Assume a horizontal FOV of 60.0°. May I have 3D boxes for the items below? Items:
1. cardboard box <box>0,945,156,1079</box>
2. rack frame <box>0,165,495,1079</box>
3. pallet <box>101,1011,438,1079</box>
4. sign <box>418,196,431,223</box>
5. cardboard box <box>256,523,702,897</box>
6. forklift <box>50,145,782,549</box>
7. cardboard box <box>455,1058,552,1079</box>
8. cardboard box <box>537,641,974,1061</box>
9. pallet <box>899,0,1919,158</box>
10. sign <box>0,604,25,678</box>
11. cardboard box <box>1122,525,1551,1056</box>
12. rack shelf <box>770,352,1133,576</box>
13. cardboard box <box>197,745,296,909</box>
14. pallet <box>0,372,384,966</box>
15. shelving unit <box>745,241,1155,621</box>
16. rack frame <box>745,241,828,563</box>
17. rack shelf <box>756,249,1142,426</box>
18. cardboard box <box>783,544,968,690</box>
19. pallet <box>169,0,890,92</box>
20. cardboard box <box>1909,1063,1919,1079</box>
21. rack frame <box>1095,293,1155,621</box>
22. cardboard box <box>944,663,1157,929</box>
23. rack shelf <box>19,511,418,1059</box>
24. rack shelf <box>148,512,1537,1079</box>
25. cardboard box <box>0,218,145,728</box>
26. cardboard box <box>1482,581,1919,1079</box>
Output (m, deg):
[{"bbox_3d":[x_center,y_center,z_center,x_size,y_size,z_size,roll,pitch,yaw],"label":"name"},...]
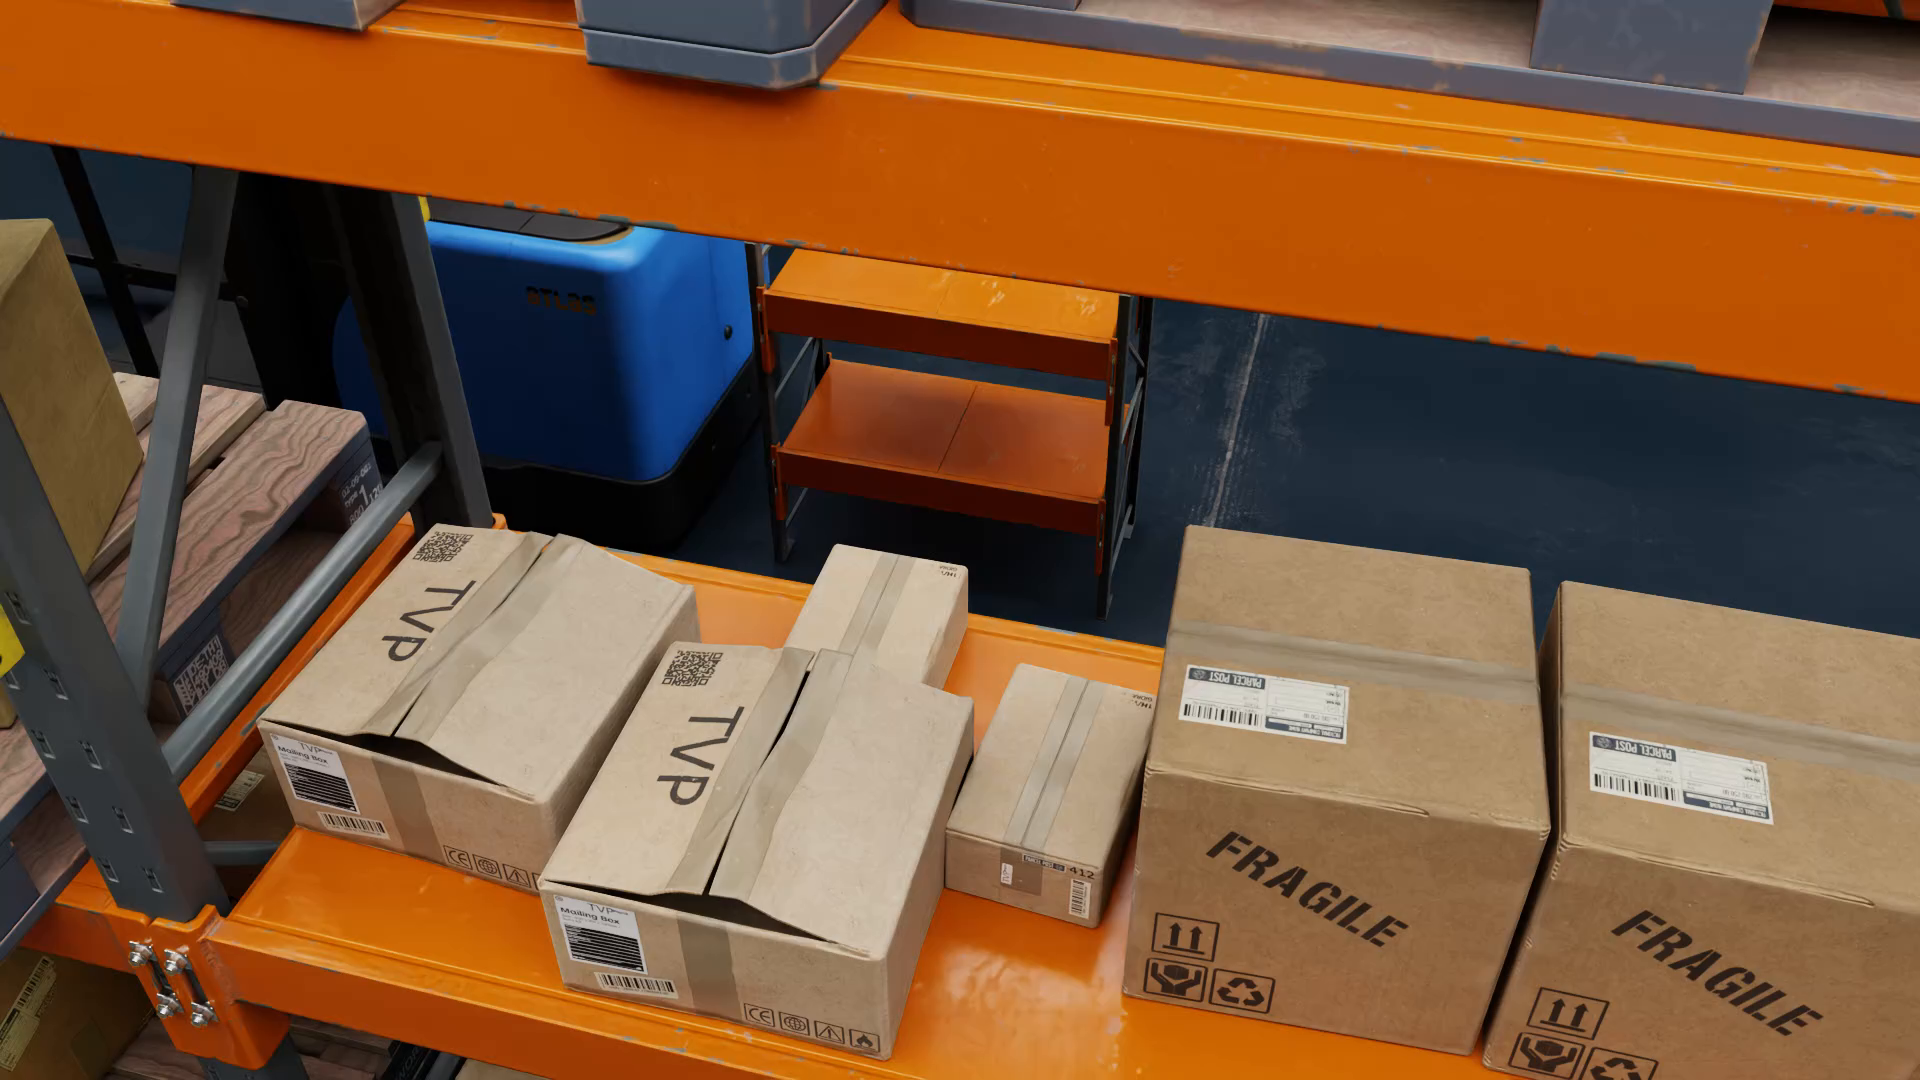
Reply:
[{"bbox_3d":[-2.058,0.902,3.445,0.500,0.500,0.500,11,41,13],"label":"cardboard box"},{"bbox_3d":[-1.094,0.123,2.771,0.127,3.000,1.000,10,41,11],"label":"rack frame"},{"bbox_3d":[-1.806,1.043,3.844,1.213,0.211,1.003,10,41,11],"label":"pallet"},{"bbox_3d":[-0.954,-0.666,2.810,0.005,0.325,0.100,10,41,11],"label":"sign"},{"bbox_3d":[-0.754,0.245,2.695,0.500,0.311,0.500,12,42,14],"label":"cardboard box"},{"bbox_3d":[-2.197,-1.629,4.910,3.031,2.935,1.130,11,41,12],"label":"forklift"},{"bbox_3d":[-0.664,1.070,3.019,0.500,0.311,0.500,11,41,13],"label":"cardboard box"},{"bbox_3d":[-0.280,0.426,2.479,0.500,0.311,0.500,9,41,11],"label":"cardboard box"},{"bbox_3d":[0.666,-0.712,1.580,1.213,0.211,1.003,12,41,13],"label":"pallet"},{"bbox_3d":[-1.225,0.049,2.021,0.005,0.325,0.100,10,41,11],"label":"sign"},{"bbox_3d":[0.531,0.354,2.419,0.500,0.500,0.500,8,41,9],"label":"cardboard box"},{"bbox_3d":[-0.007,-0.245,5.047,1.000,0.278,0.538,10,41,11],"label":"rack shelf"},{"bbox_3d":[-1.460,0.659,3.735,0.500,0.500,0.500,11,41,13],"label":"cardboard box"},{"bbox_3d":[-1.767,0.127,2.915,1.003,0.211,1.213,10,41,11],"label":"pallet"},{"bbox_3d":[-0.007,-0.432,4.890,1.048,1.125,0.538,10,41,11],"label":"shelving unit"},{"bbox_3d":[-0.498,-0.516,4.990,0.032,1.125,0.500,10,41,11],"label":"rack frame"},{"bbox_3d":[-0.007,-0.656,4.701,1.000,0.278,0.538,10,41,11],"label":"rack shelf"},{"bbox_3d":[-0.154,0.197,2.878,0.250,0.149,0.380,10,41,11],"label":"cardboard box"},{"bbox_3d":[-0.416,-0.896,1.799,1.003,0.211,1.213,12,41,13],"label":"pallet"},{"bbox_3d":[1.523,0.524,2.216,0.500,0.500,0.500,13,42,15],"label":"cardboard box"},{"bbox_3d":[0.485,-0.347,4.789,0.032,1.125,0.500,10,41,11],"label":"rack frame"},{"bbox_3d":[0.152,0.396,2.641,0.250,0.149,0.380,13,42,15],"label":"cardboard box"},{"bbox_3d":[-3.026,0.066,3.398,4.000,0.370,1.077,10,41,11],"label":"rack shelf"},{"bbox_3d":[0.838,0.731,2.607,4.000,0.370,1.077,10,41,11],"label":"rack shelf"},{"bbox_3d":[-1.732,-0.111,2.645,0.500,0.500,0.700,-3,40,-3],"label":"cardboard box"},{"bbox_3d":[1.039,0.441,2.315,0.500,0.500,0.500,10,41,11],"label":"cardboard box"}]
